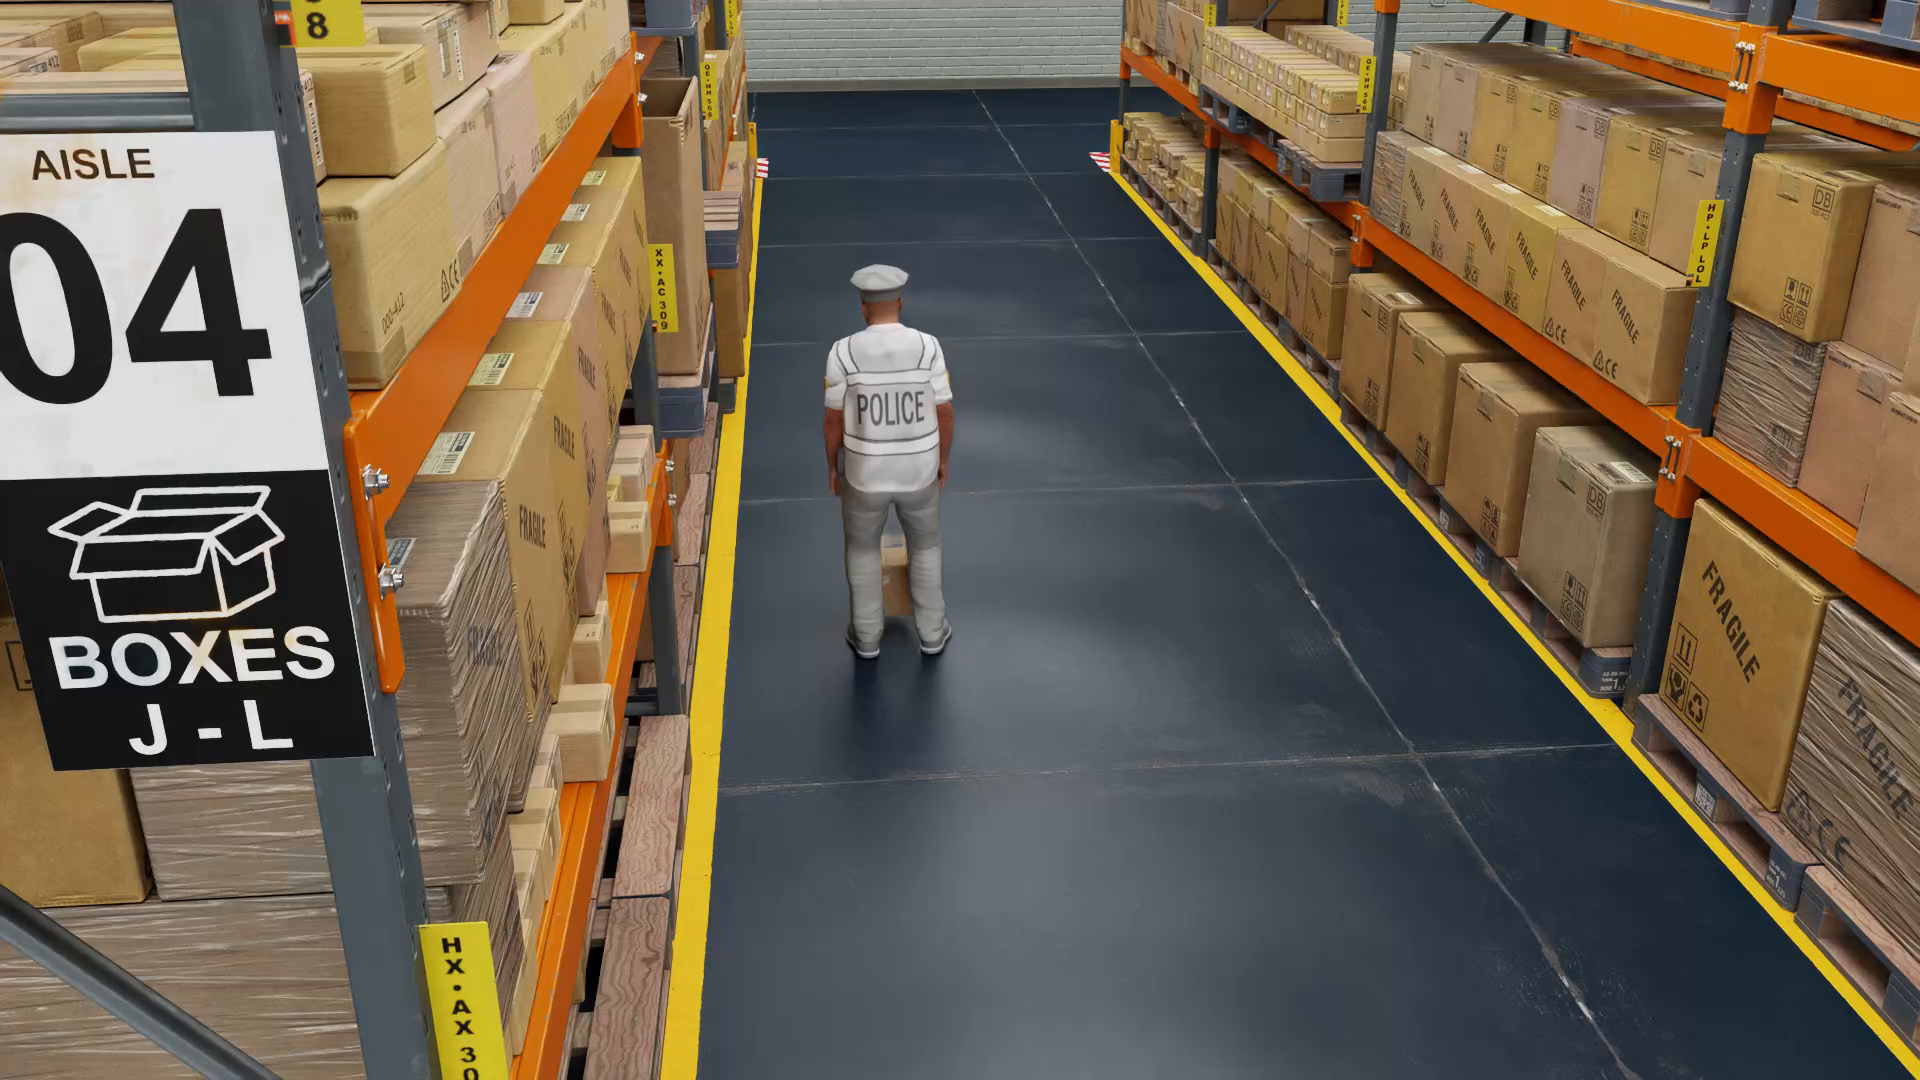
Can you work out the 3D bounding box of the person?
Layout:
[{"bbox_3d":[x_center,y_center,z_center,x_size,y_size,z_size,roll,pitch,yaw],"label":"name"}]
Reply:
[{"bbox_3d":[-0.308,-0.306,7.289,0.572,1.749,0.434,-3,24,-7],"label":"person"}]
